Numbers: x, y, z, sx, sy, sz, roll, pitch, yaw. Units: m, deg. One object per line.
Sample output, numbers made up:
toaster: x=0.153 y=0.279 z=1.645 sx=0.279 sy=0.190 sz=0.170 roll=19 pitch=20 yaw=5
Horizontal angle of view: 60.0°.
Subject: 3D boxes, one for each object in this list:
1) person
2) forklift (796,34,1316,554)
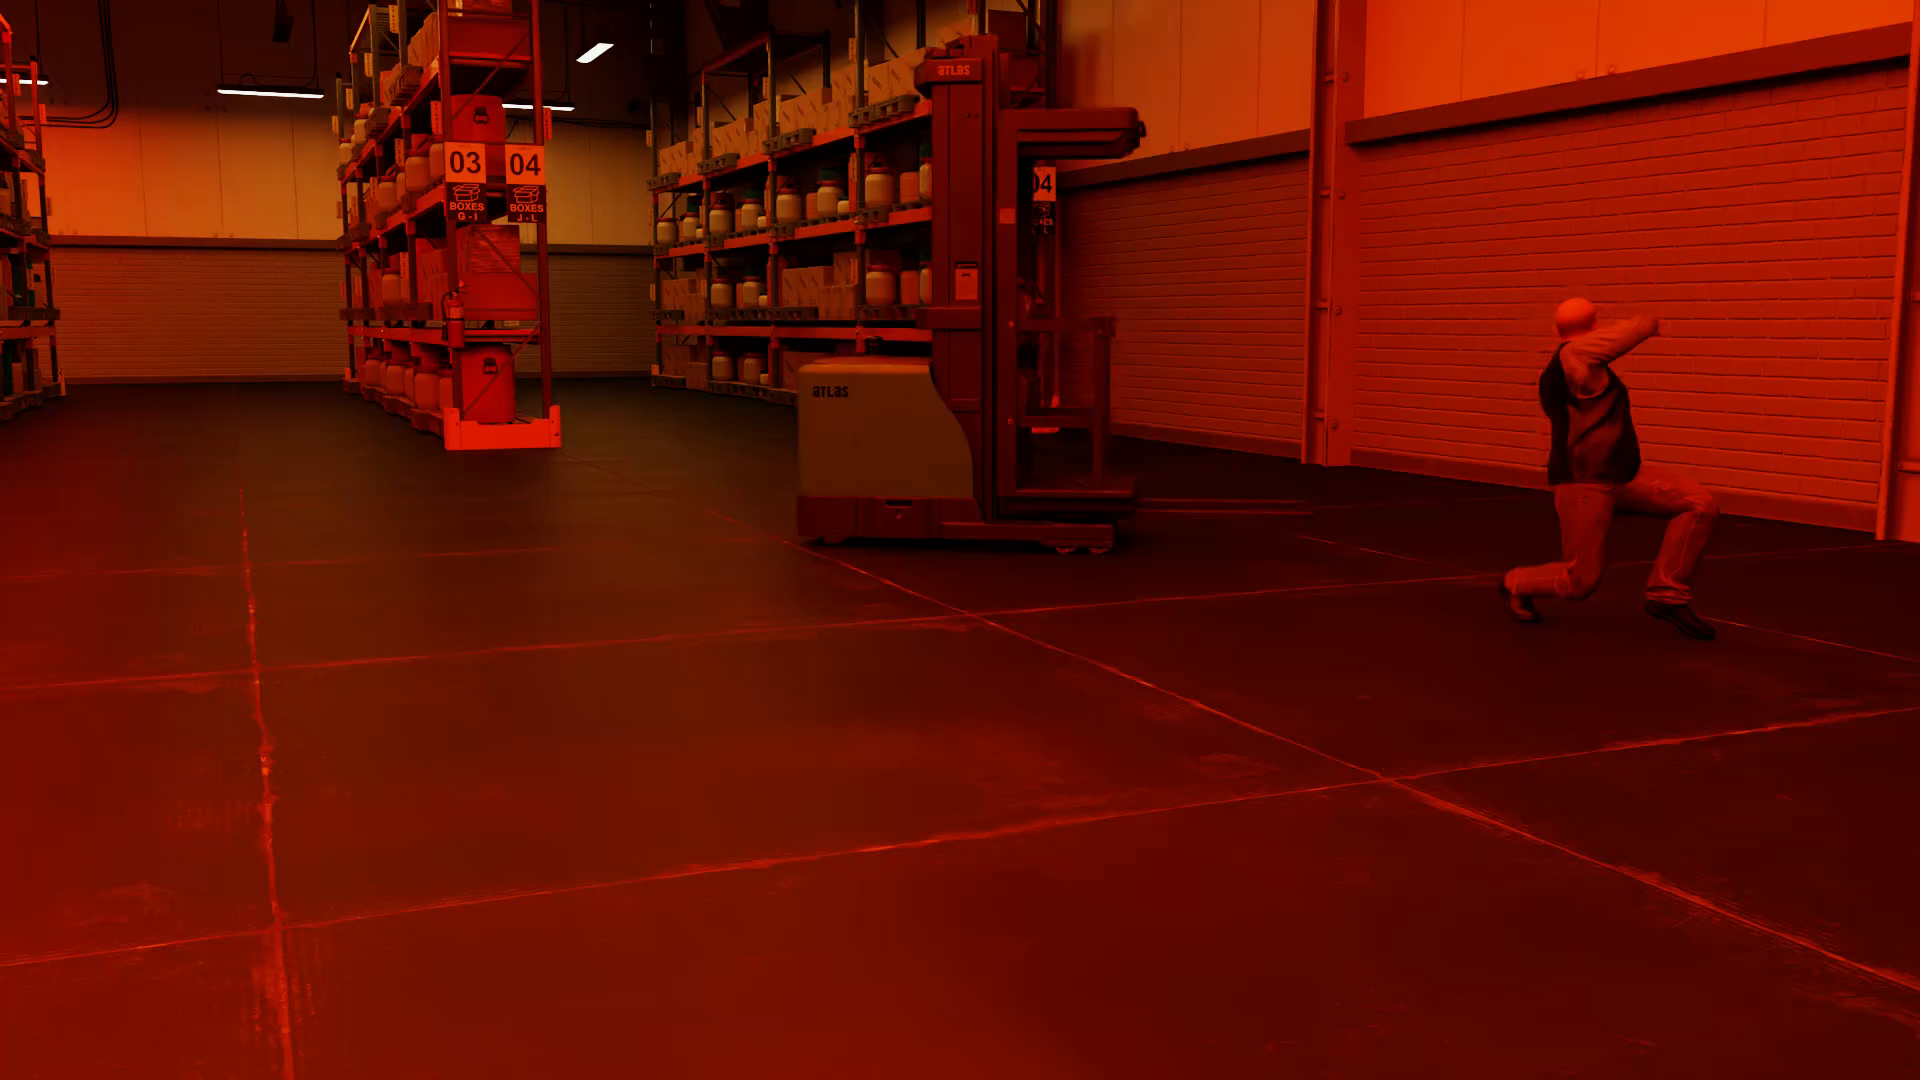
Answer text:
person: x=2.919 y=-0.346 z=7.327 sx=0.957 sy=1.428 sz=0.955 roll=6 pitch=10 yaw=38
forklift: x=0.588 y=-1.448 z=9.922 sx=3.031 sy=2.935 sz=1.130 roll=1 pitch=8 yaw=7
